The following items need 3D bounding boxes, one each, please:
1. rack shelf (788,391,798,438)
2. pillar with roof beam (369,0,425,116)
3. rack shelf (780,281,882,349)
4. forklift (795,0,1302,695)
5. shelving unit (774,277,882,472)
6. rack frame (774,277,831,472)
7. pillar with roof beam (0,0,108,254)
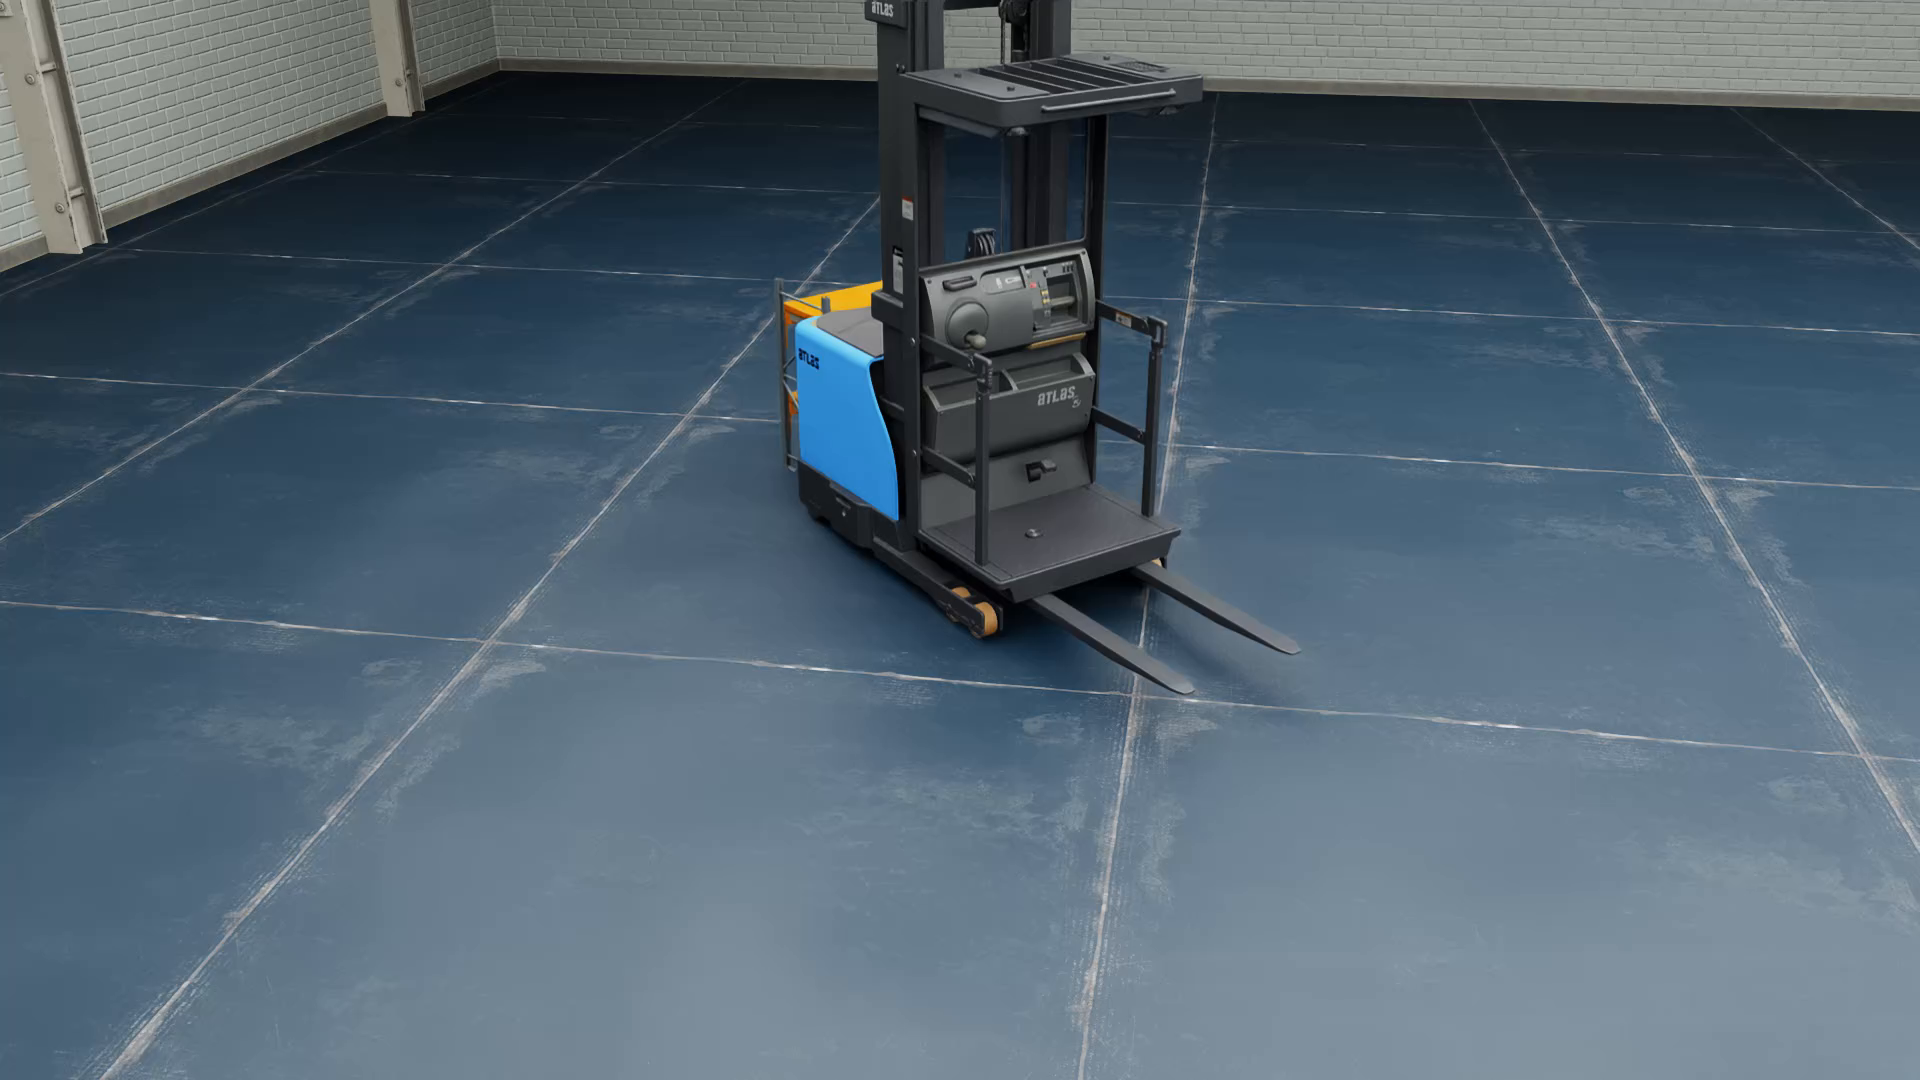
[{"bbox_3d":[-0.464,-0.773,9.652,1.000,0.278,0.538,-19,31,-35],"label":"rack shelf"},{"bbox_3d":[-2.220,-8.759,16.848,9.100,9.000,0.400,4,25,9],"label":"pillar with roof beam"},{"bbox_3d":[-0.464,-1.260,9.424,1.000,0.278,0.538,-19,31,-35],"label":"rack shelf"},{"bbox_3d":[0.361,-1.100,7.642,1.130,2.935,3.031,-16,29,-30],"label":"forklift"},{"bbox_3d":[-0.464,-0.995,9.548,1.048,1.125,0.538,-19,31,-35],"label":"shelving unit"},{"bbox_3d":[-0.859,-0.859,9.258,0.032,1.125,0.500,-19,31,-35],"label":"rack frame"},{"bbox_3d":[-3.201,-6.250,11.487,9.100,9.000,0.400,4,25,9],"label":"pillar with roof beam"}]
